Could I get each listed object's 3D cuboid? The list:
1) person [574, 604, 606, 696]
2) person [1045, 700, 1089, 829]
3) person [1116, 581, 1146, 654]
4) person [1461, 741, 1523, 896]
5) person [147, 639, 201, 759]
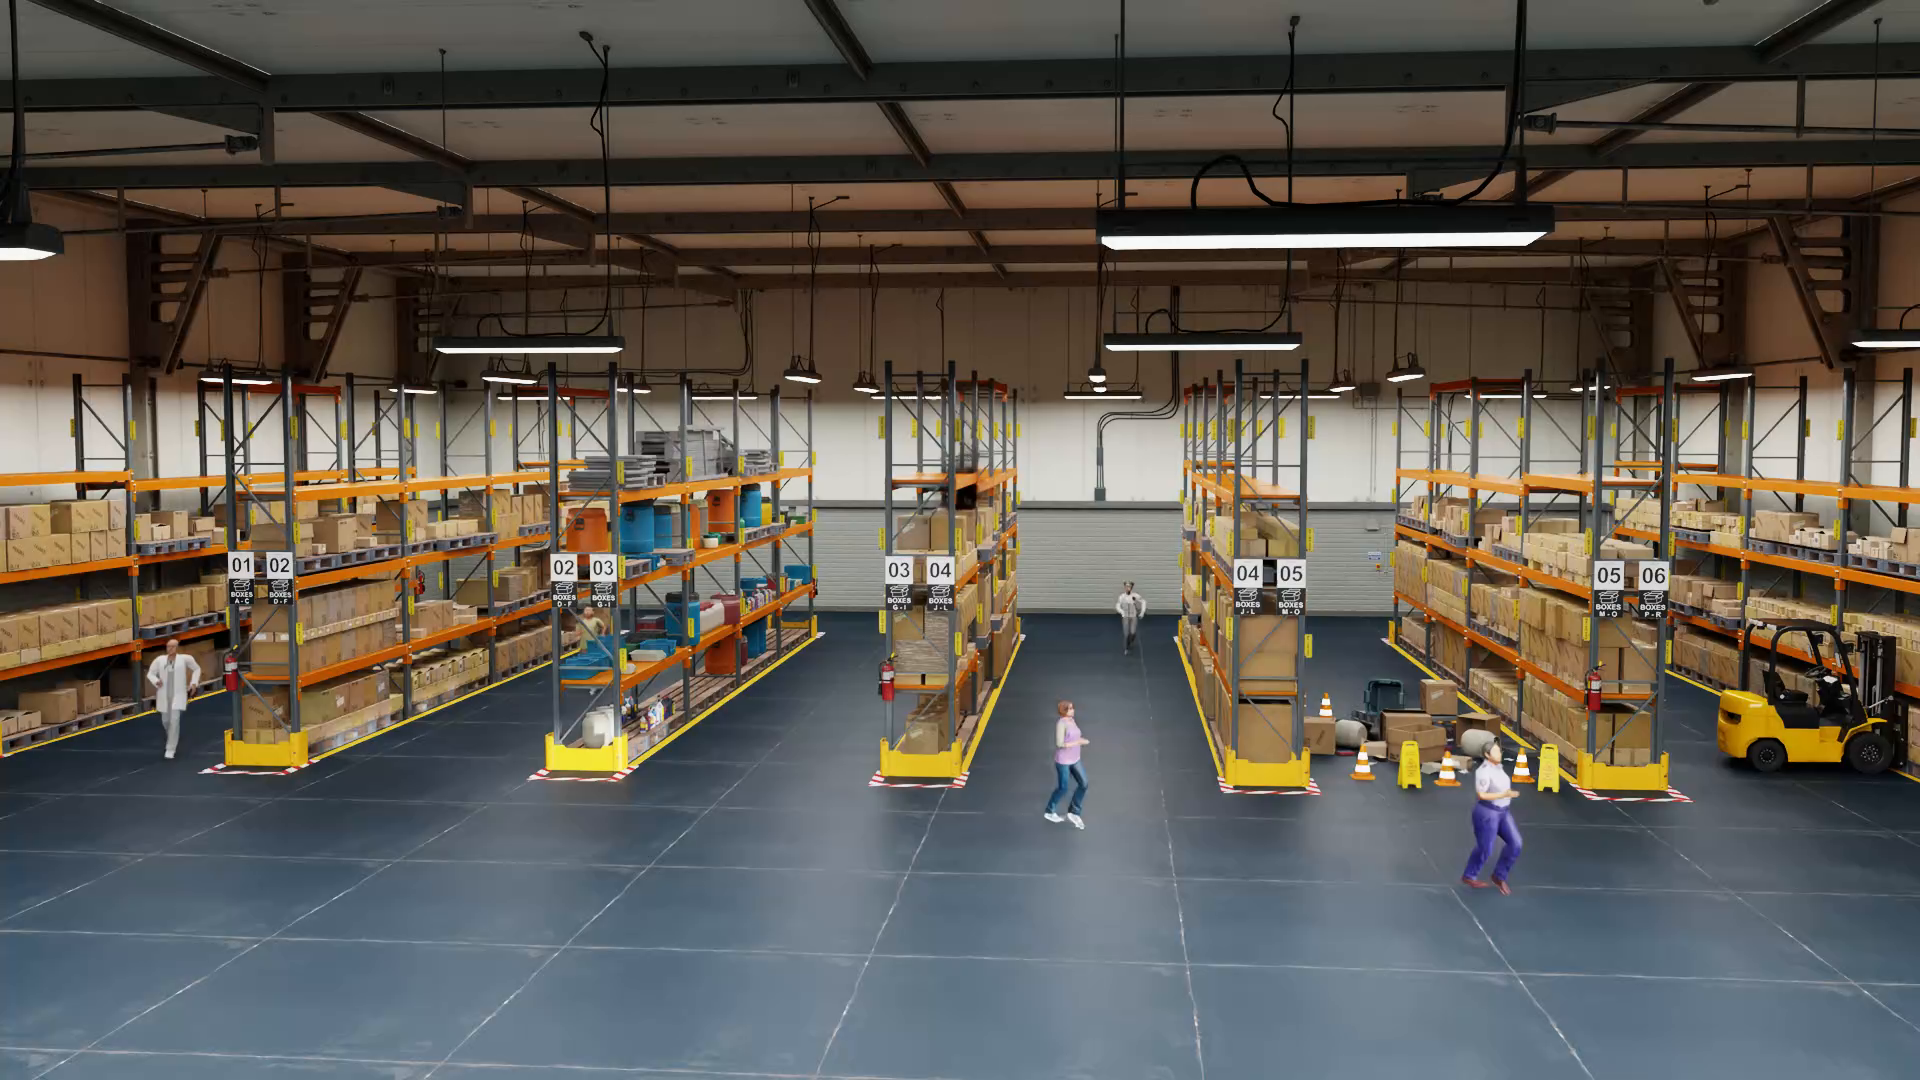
[{"bbox_3d":[-7.063,2.080,31.701,0.559,1.717,0.698,0,4,0],"label":"person"},{"bbox_3d":[1.366,2.826,20.958,0.660,1.635,0.514,3,5,36],"label":"person"},{"bbox_3d":[3.802,1.737,37.114,0.650,1.654,0.644,1,4,12],"label":"person"},{"bbox_3d":[5.762,3.013,17.946,0.582,1.691,0.673,-3,5,-41],"label":"person"},{"bbox_3d":[-12.161,2.417,25.717,0.741,1.784,0.958,-1,4,-12],"label":"person"}]
